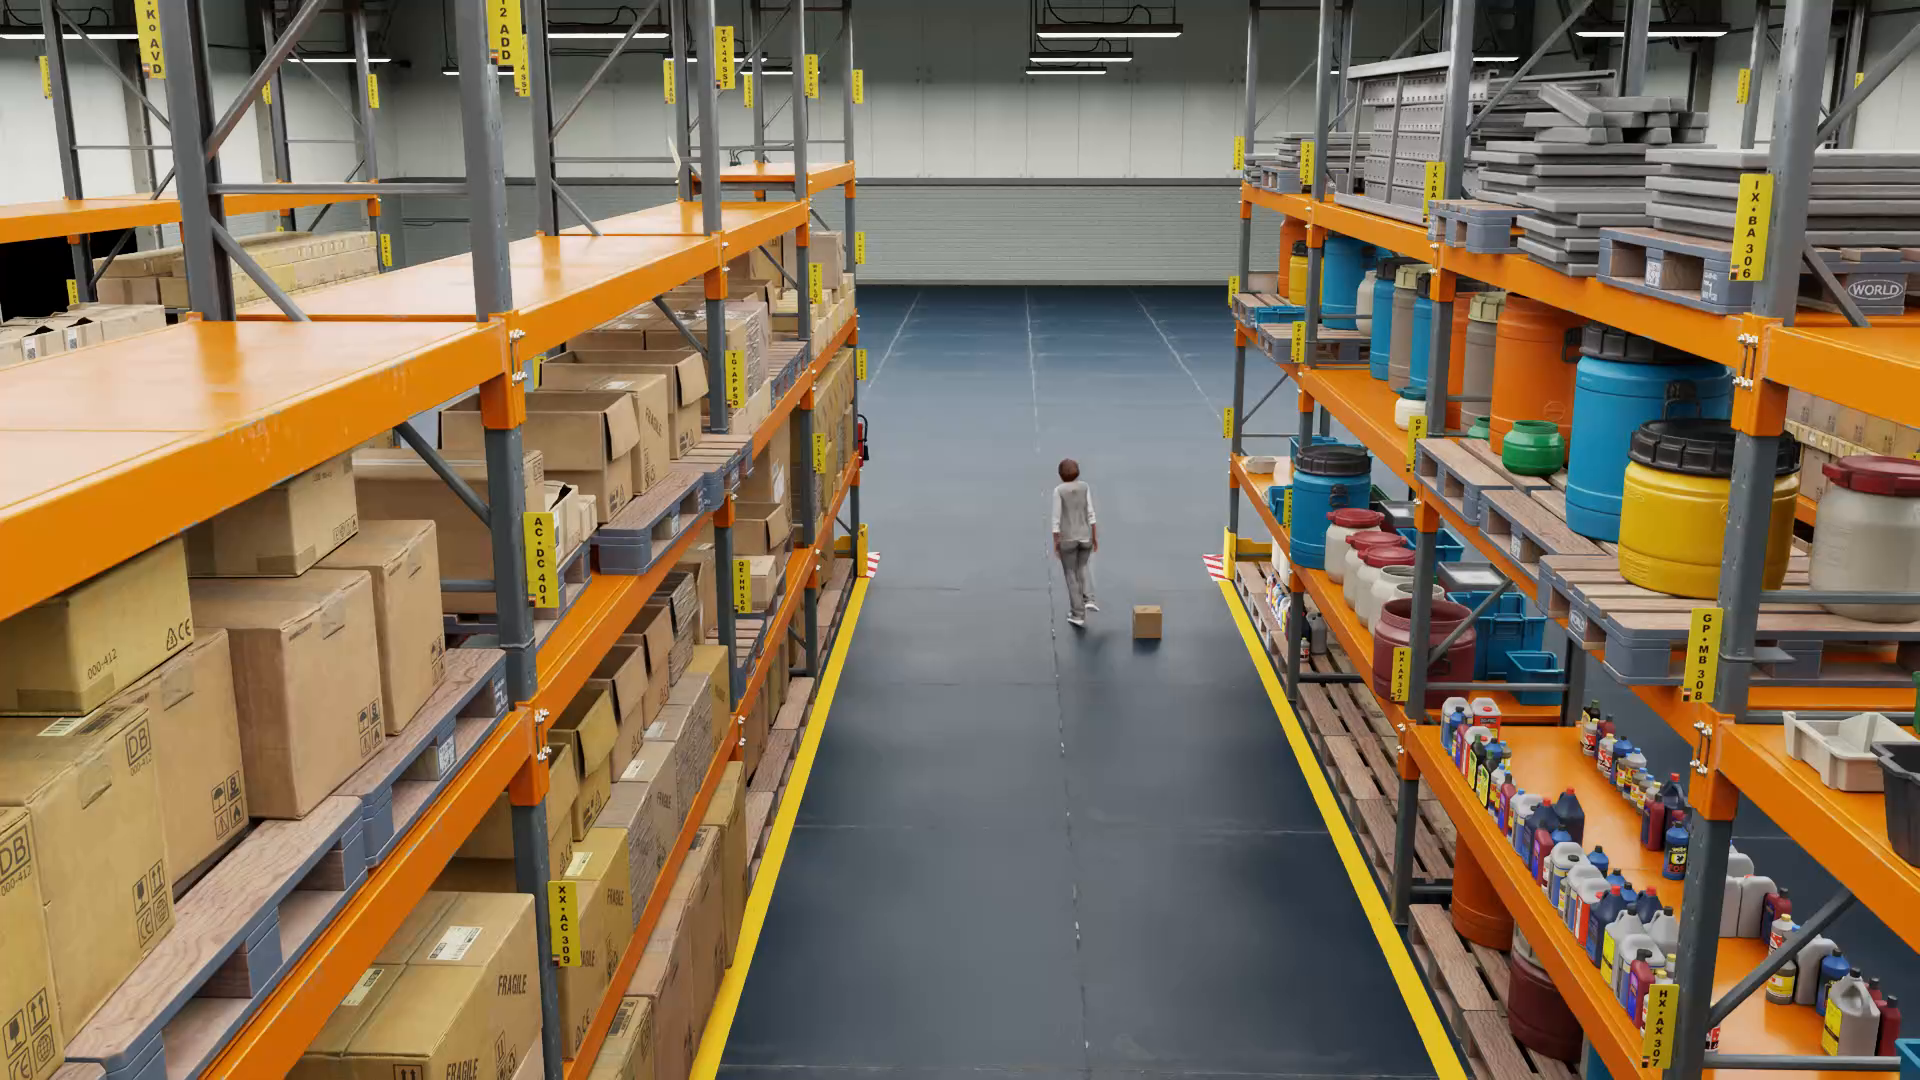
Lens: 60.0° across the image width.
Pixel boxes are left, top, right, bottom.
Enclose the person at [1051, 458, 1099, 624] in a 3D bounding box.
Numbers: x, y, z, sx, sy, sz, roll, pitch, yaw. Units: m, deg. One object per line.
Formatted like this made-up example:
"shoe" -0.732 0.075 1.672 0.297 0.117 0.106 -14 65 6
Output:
"person" 1.102 0.014 15.919 0.463 1.586 0.430 -5 15 -20
